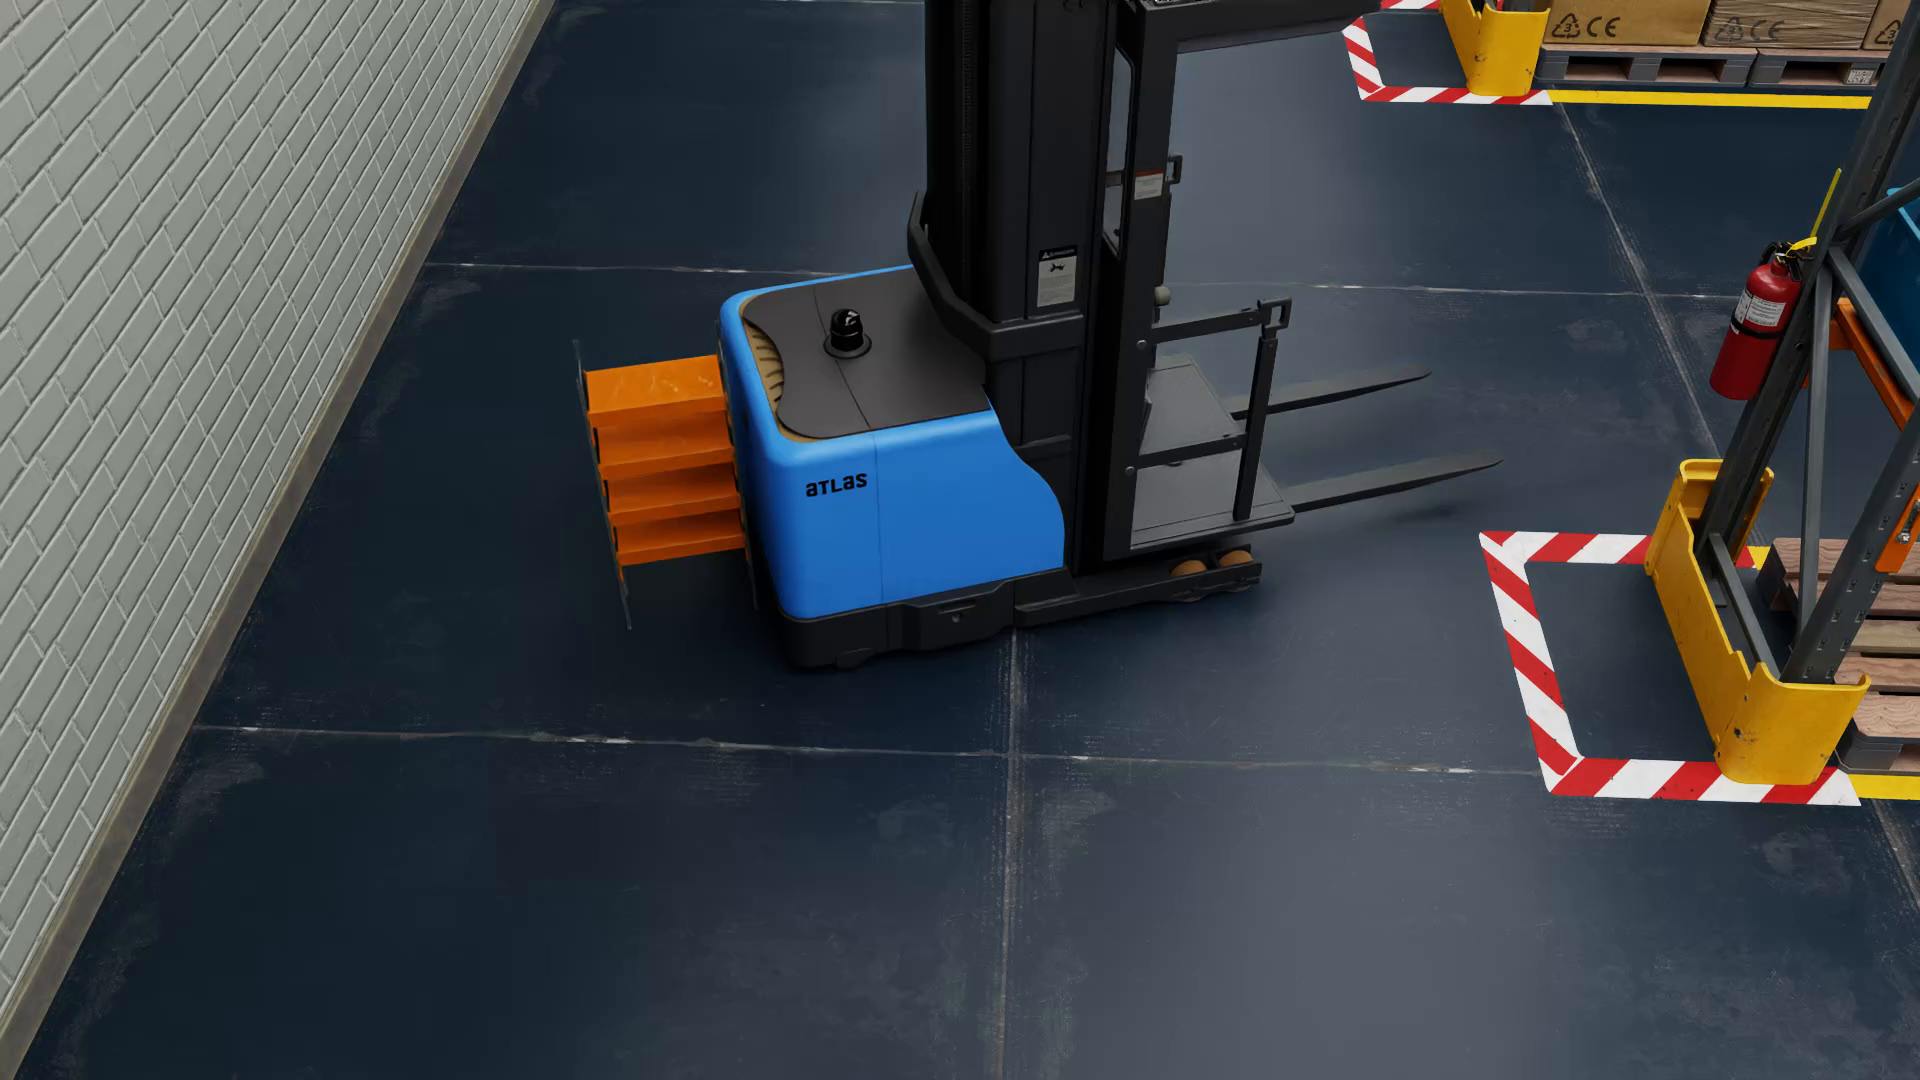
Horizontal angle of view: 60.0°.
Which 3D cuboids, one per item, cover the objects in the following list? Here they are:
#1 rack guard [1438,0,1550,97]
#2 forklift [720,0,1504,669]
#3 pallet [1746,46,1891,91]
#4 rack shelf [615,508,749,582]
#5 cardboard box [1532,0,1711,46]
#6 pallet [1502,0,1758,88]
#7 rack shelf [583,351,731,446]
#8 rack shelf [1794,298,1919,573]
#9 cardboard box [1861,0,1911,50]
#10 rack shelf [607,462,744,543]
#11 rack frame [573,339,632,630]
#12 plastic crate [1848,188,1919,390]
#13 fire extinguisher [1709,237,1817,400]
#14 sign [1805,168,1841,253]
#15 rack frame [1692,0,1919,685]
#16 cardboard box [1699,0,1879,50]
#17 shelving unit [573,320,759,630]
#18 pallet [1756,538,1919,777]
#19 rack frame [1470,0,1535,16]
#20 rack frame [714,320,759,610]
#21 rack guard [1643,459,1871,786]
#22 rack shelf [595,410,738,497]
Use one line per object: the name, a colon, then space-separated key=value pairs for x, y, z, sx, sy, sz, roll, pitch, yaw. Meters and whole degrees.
rack guard: x=3.103 y=-3.105 z=9.717 sx=0.348 sy=0.500 sz=1.175 roll=2 pitch=43 yaw=2
forklift: x=0.673 y=-1.166 z=5.851 sx=3.031 sy=2.935 sz=1.130 roll=-11 pitch=44 yaw=-12
pallet: x=5.144 y=-2.988 z=9.803 sx=1.213 sy=0.211 sz=1.003 roll=2 pitch=43 yaw=2
rack shelf: x=-1.056 y=-0.017 z=6.274 sx=0.480 sy=0.148 sz=0.258 roll=-9 pitch=44 yaw=-9
cardboard box: x=3.770 y=-3.430 z=9.482 sx=0.875 sy=0.875 sz=0.875 roll=2 pitch=43 yaw=2
pallet: x=3.929 y=-3.028 z=9.845 sx=1.213 sy=0.211 sz=1.003 roll=2 pitch=43 yaw=2
rack shelf: x=-1.062 y=-0.498 z=5.824 sx=0.480 sy=0.148 sz=0.258 roll=-9 pitch=44 yaw=-9
rack shelf: x=4.902 y=-0.322 z=5.423 sx=4.000 sy=0.370 sz=1.077 roll=2 pitch=43 yaw=2
cardboard box: x=5.568 y=-3.375 z=9.423 sx=0.875 sy=0.875 sz=0.875 roll=2 pitch=43 yaw=2
rack shelf: x=-1.058 y=-0.162 z=6.139 sx=0.480 sy=0.148 sz=0.258 roll=-9 pitch=44 yaw=-9
rack frame: x=-1.297 y=-0.174 z=6.056 sx=0.015 sy=1.200 sz=0.240 roll=-9 pitch=44 yaw=-9
plastic crate: x=3.246 y=-0.798 z=5.337 sx=0.499 sy=0.435 sz=0.616 roll=2 pitch=43 yaw=2
fire extinguisher: x=2.773 y=-0.796 z=5.734 sx=0.183 sy=0.674 sz=0.296 roll=2 pitch=43 yaw=2
sign: x=2.912 y=-1.081 z=5.591 sx=0.005 sy=0.325 sz=0.100 roll=2 pitch=43 yaw=2
rack frame: x=2.904 y=-0.647 z=5.244 sx=0.127 sy=3.000 sz=1.000 roll=2 pitch=43 yaw=2
cardboard box: x=4.679 y=-3.402 z=9.452 sx=0.875 sy=0.875 sz=0.875 roll=2 pitch=43 yaw=2
shelving unit: x=-1.058 y=-0.211 z=6.093 sx=0.503 sy=1.200 sz=0.258 roll=-9 pitch=44 yaw=-9
pallet: x=3.726 y=0.425 z=6.138 sx=1.213 sy=0.211 sz=1.003 roll=2 pitch=43 yaw=2
rack frame: x=3.127 y=-4.019 z=8.864 sx=0.127 sy=3.000 sz=1.000 roll=2 pitch=43 yaw=2
rack frame: x=-0.820 y=-0.248 z=6.129 sx=0.015 sy=1.200 sz=0.240 roll=-9 pitch=44 yaw=-9
rack guard: x=2.879 y=0.276 z=6.087 sx=0.348 sy=0.500 sz=1.175 roll=2 pitch=43 yaw=2
rack shelf: x=-1.059 y=-0.325 z=5.986 sx=0.480 sy=0.148 sz=0.258 roll=-9 pitch=44 yaw=-9
